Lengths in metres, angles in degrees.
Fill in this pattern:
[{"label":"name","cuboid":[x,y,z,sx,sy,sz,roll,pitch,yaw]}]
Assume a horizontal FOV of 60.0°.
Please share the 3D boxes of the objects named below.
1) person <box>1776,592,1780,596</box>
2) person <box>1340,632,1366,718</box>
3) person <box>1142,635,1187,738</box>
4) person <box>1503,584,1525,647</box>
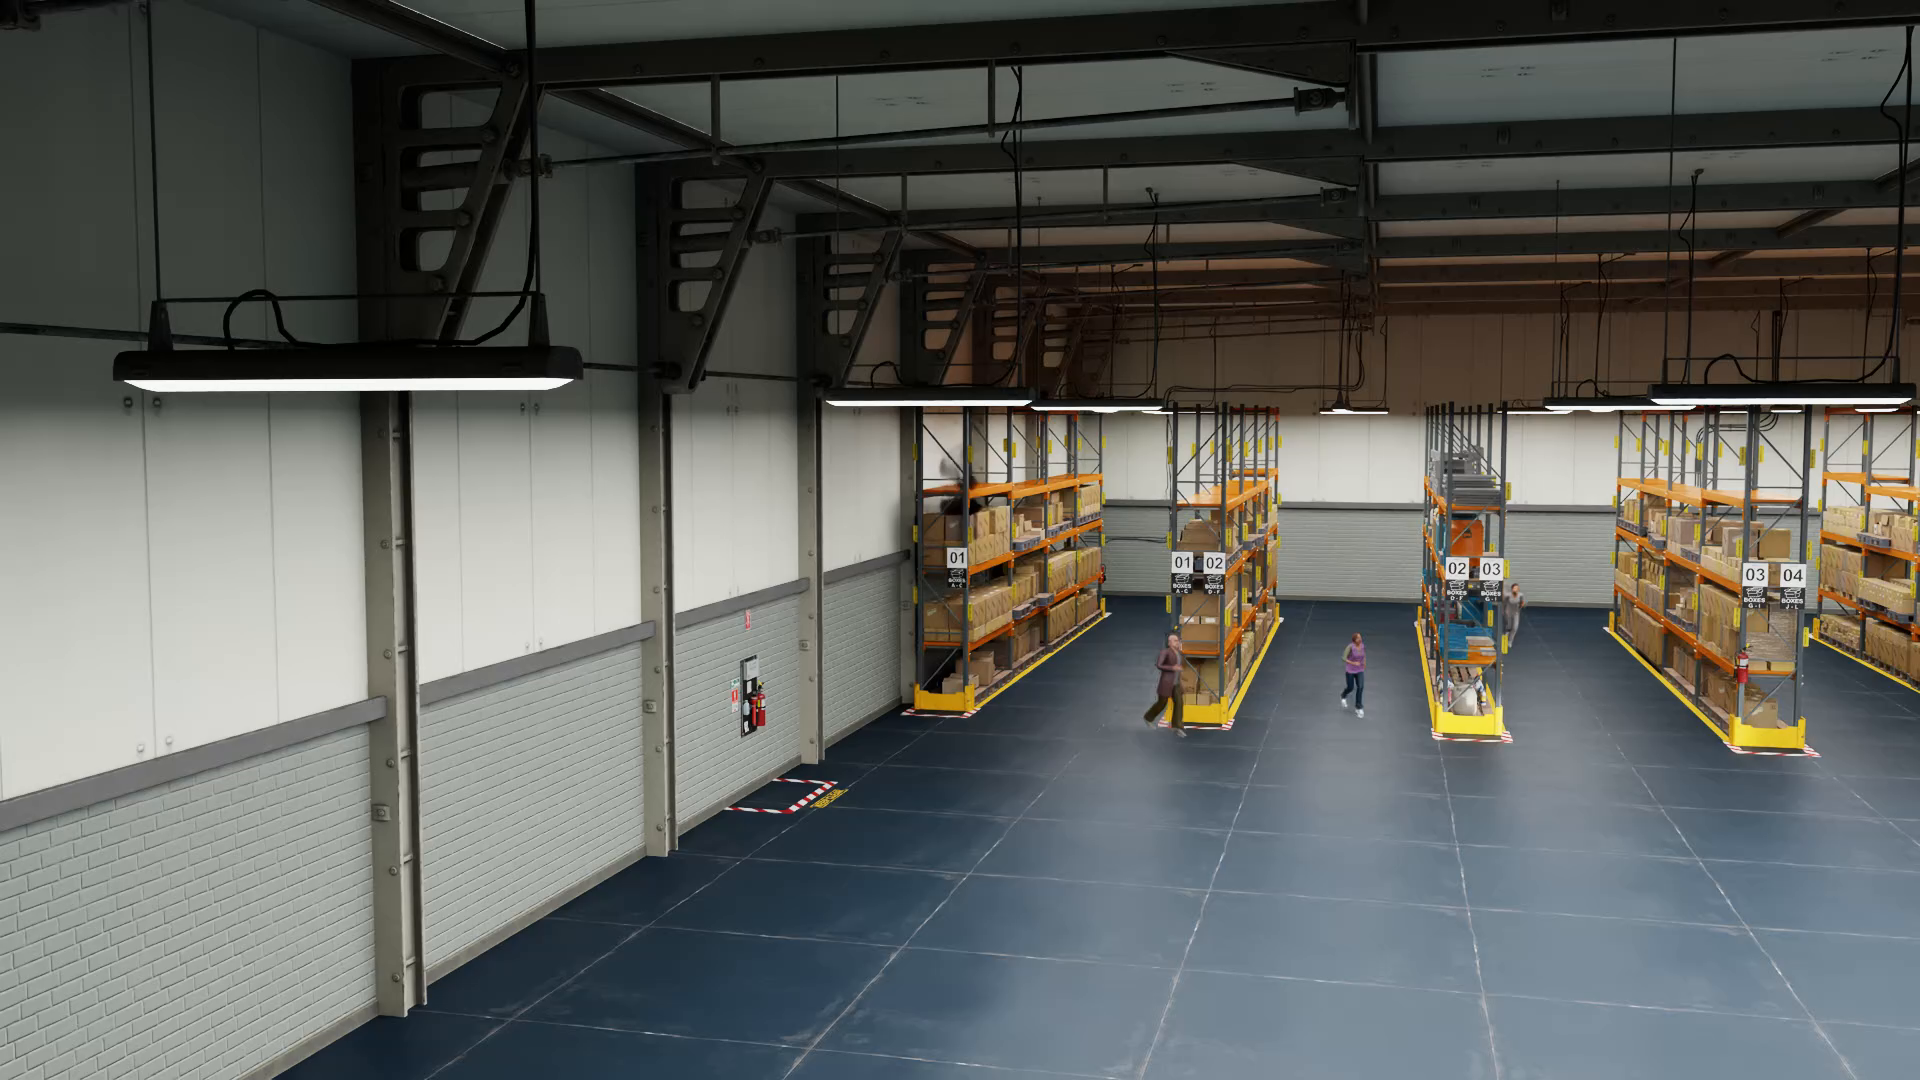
[{"label":"person","cuboid":[19.850,1.899,40.472,0.613,1.644,0.722,1,4,14]},{"label":"person","cuboid":[7.590,2.559,32.054,0.563,1.602,0.928,-1,4,-15]},{"label":"person","cuboid":[3.786,2.613,30.068,0.716,1.809,0.967,-4,6,-41]},{"label":"person","cuboid":[13.840,1.869,41.687,0.557,1.604,0.735,0,4,1]}]
